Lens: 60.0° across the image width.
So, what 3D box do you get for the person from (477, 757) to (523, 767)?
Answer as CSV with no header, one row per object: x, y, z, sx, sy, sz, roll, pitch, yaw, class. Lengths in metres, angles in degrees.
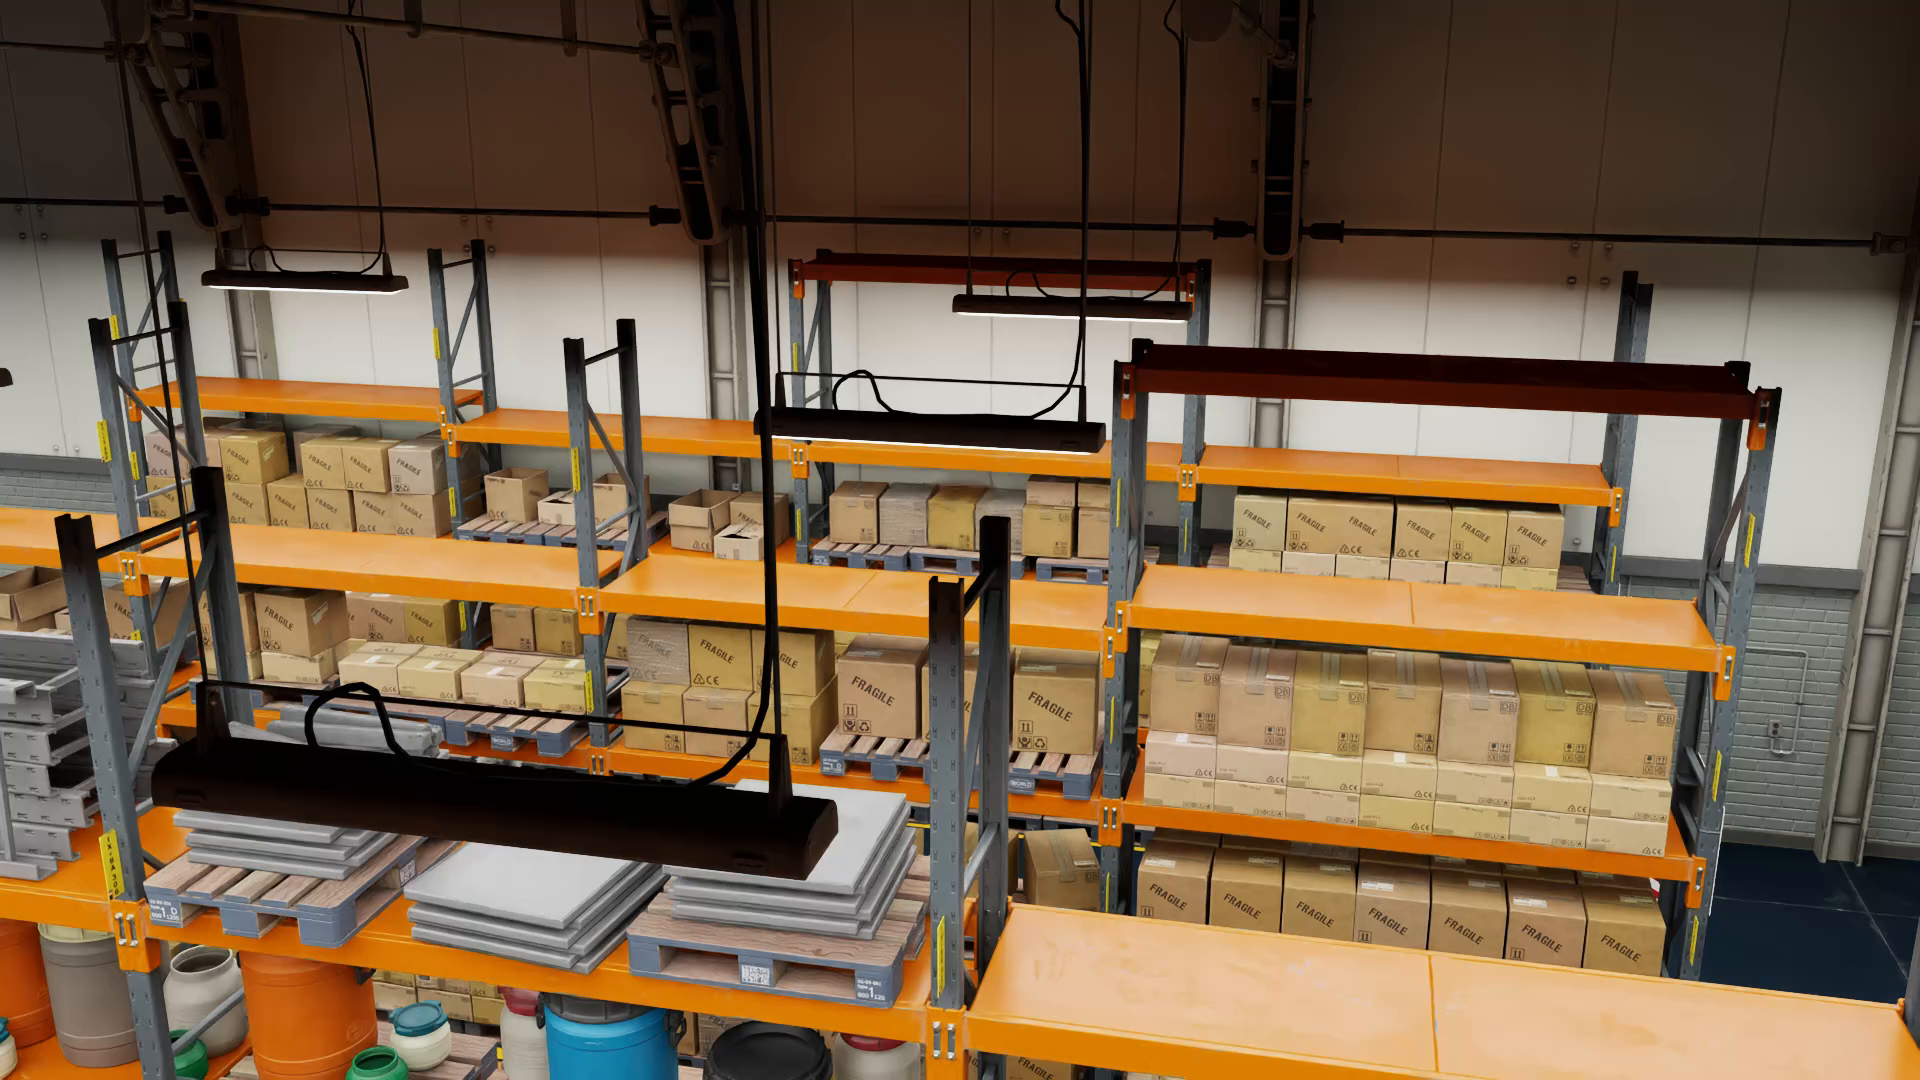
-5.000,2.164,17.800,0.812,1.761,0.631,7,18,24,person
